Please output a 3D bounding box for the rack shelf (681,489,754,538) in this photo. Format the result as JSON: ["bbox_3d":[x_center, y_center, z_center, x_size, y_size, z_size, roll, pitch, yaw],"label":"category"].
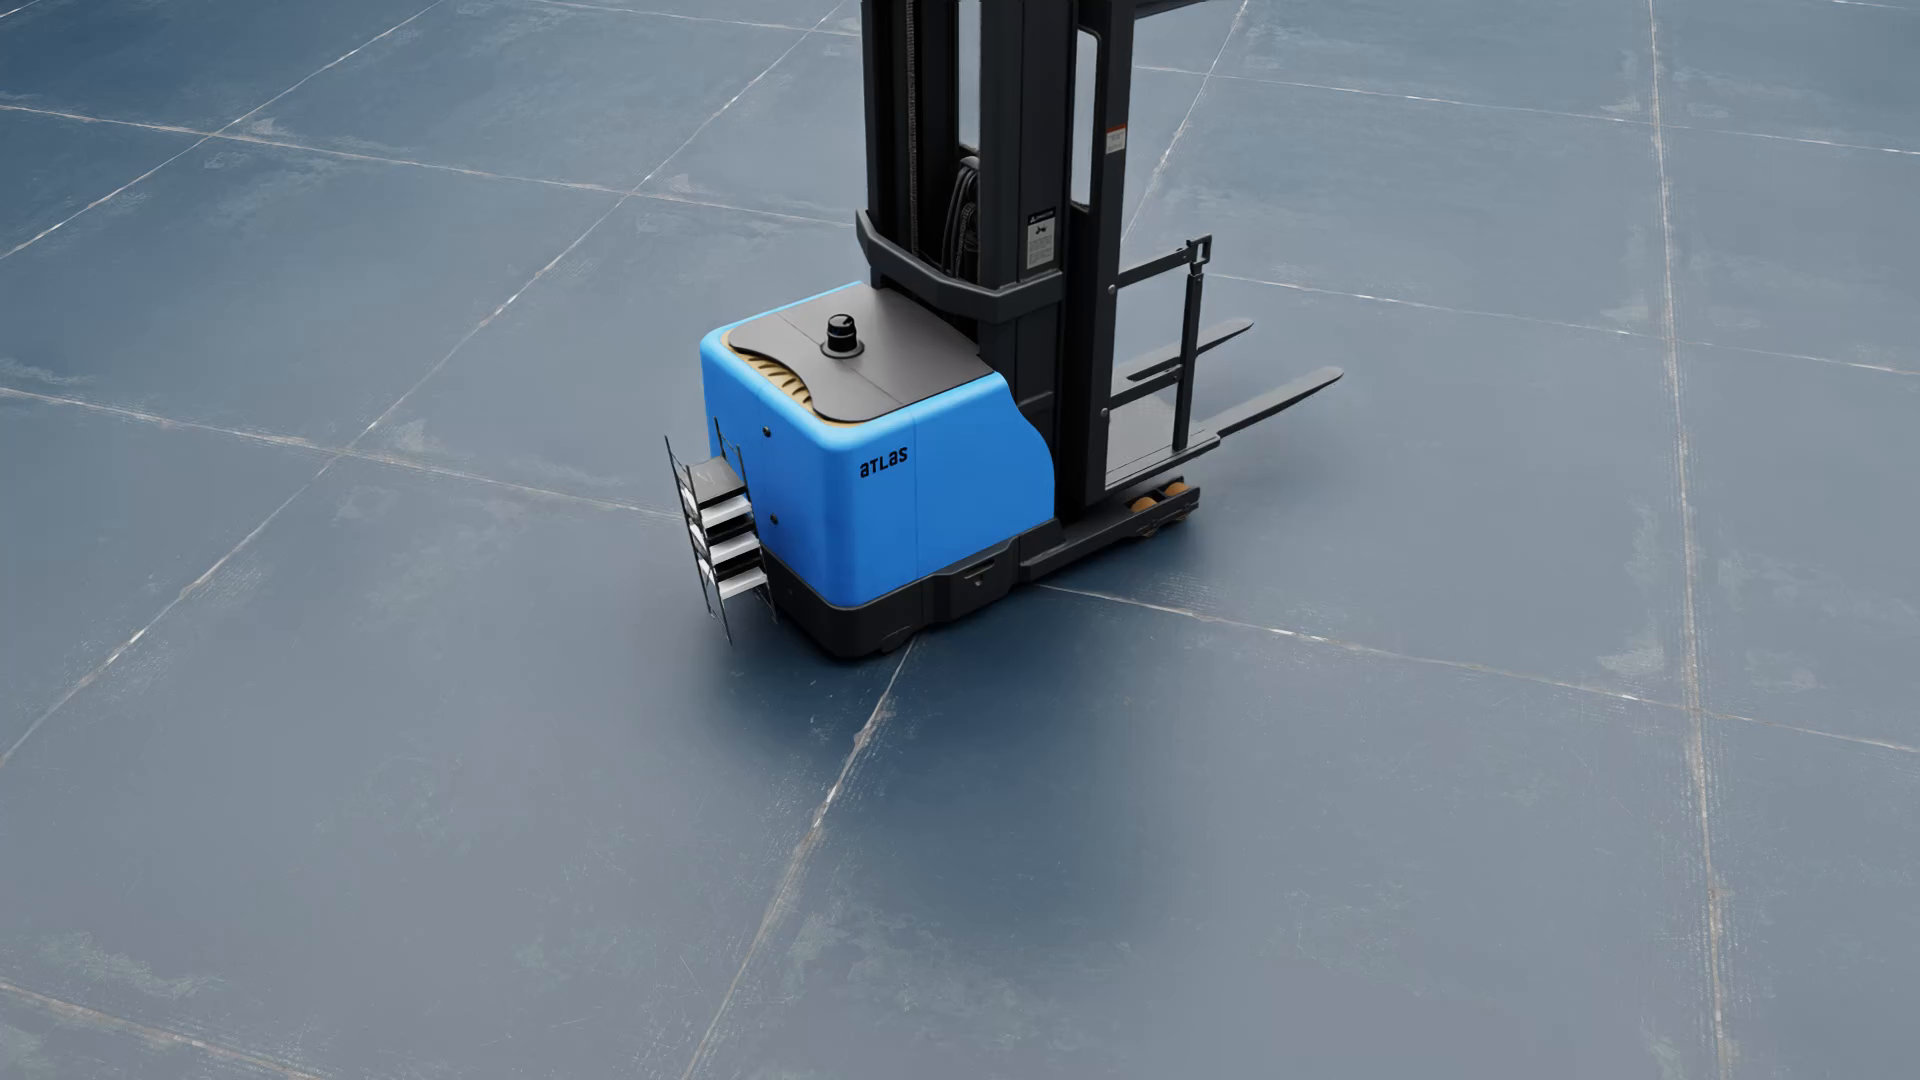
[{"bbox_3d":[-0.941,-0.139,6.419,0.200,0.077,0.258,-23,42,-19],"label":"rack shelf"}]

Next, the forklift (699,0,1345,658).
[{"bbox_3d":[0.439,-1.425,6.714,3.031,2.935,1.130,-24,43,-29],"label":"forklift"}]

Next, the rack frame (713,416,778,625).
[{"bbox_3d":[-0.839,-0.064,6.545,0.006,0.900,0.240,-23,42,-19],"label":"rack frame"}]

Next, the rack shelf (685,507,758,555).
[{"bbox_3d":[-0.933,-0.070,6.476,0.200,0.077,0.258,-23,42,-19],"label":"rack shelf"}]

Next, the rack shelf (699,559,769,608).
[{"bbox_3d":[-0.908,0.138,6.646,0.200,0.077,0.258,-23,42,-19],"label":"rack shelf"}]

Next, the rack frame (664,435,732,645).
[{"bbox_3d":[-1.016,0.011,6.479,0.006,0.900,0.240,-23,42,-19],"label":"rack frame"}]

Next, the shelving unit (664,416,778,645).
[{"bbox_3d":[-0.928,-0.026,6.512,0.210,0.900,0.258,-23,42,-19],"label":"shelving unit"}]

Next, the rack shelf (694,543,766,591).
[{"bbox_3d":[-0.916,0.069,6.589,0.200,0.077,0.258,-23,42,-19],"label":"rack shelf"}]

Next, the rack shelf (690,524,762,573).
[{"bbox_3d":[-0.925,-0.001,6.533,0.200,0.077,0.258,-23,42,-19],"label":"rack shelf"}]

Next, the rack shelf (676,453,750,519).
[{"bbox_3d":[-0.949,-0.209,6.362,0.200,0.077,0.258,-23,42,-19],"label":"rack shelf"}]
